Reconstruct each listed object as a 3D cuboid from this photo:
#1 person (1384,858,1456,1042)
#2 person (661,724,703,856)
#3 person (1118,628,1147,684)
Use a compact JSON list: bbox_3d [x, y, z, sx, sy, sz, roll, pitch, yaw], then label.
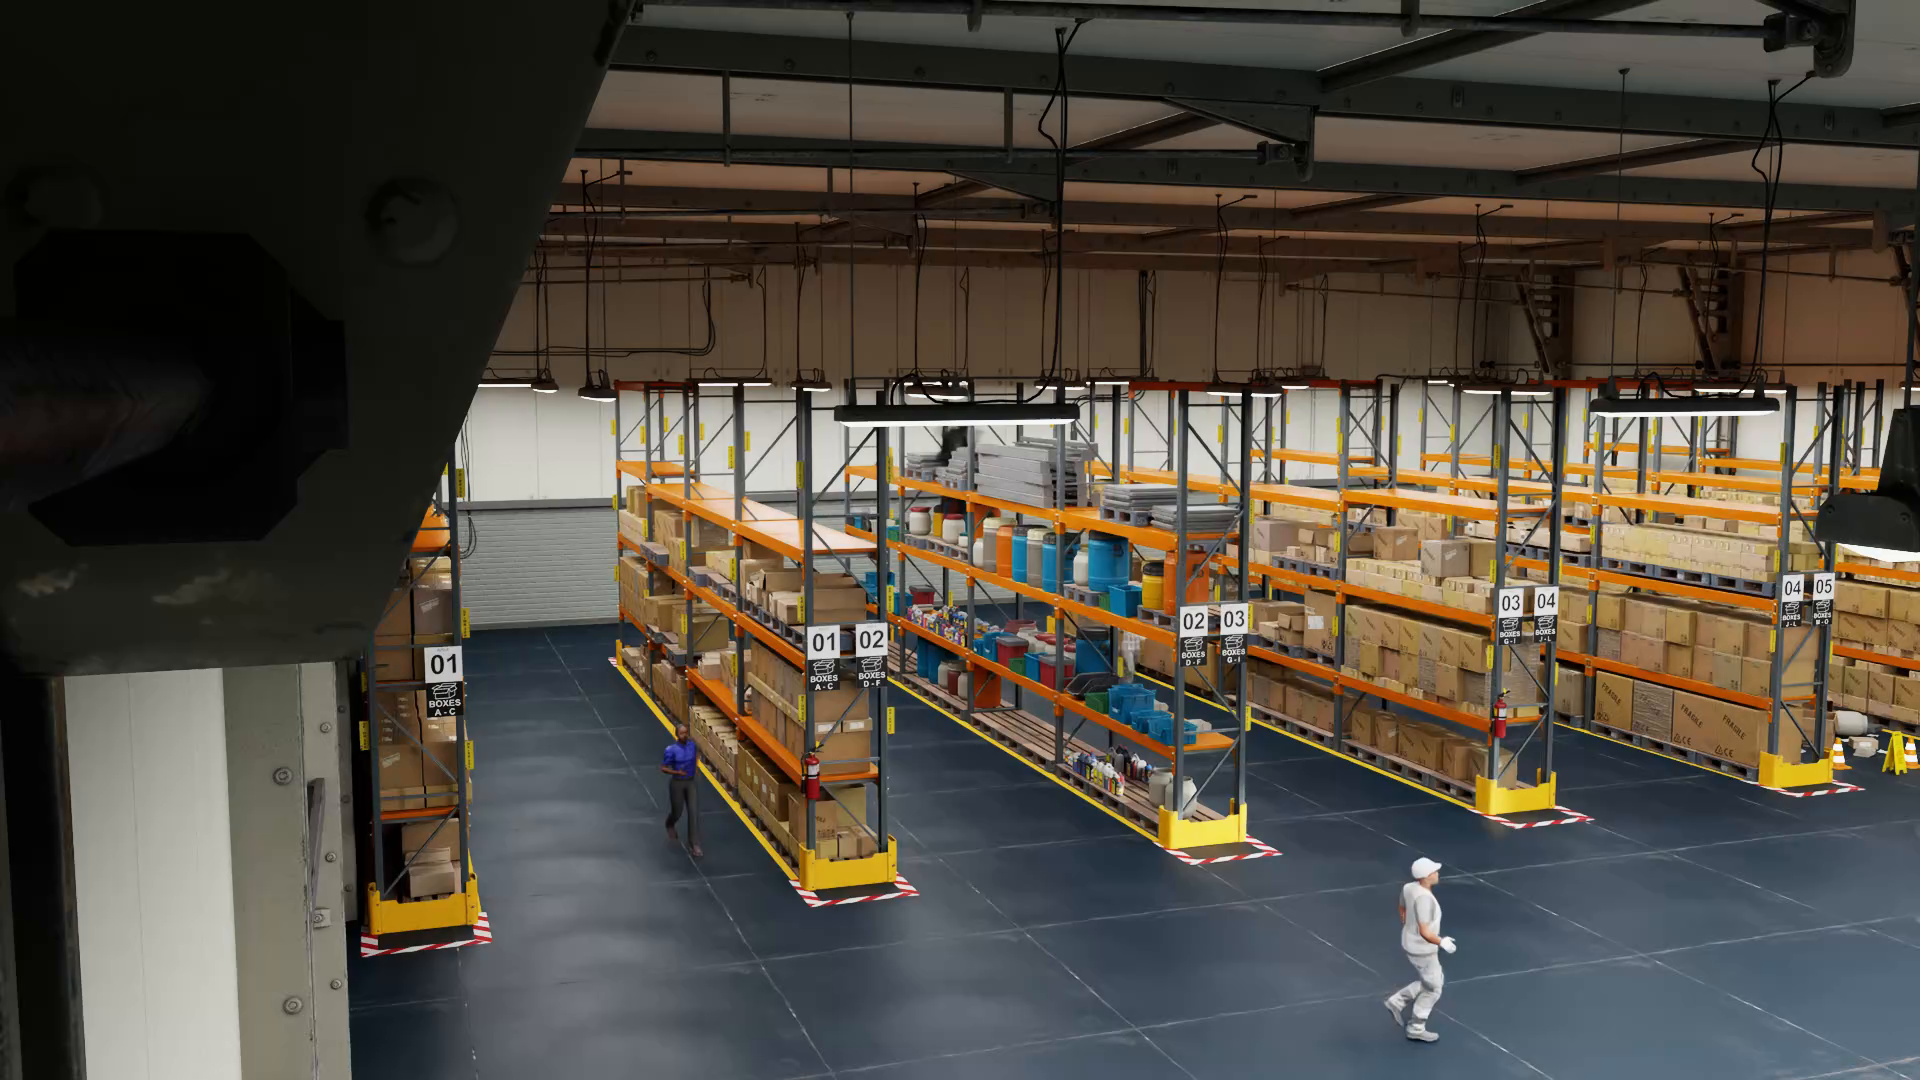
[{"bbox_3d":[4.296,3.823,15.521,0.594,1.746,0.663,0,6,3],"label":"person"},{"bbox_3d":[-3.606,3.209,21.639,0.579,1.657,0.923,-4,7,-31],"label":"person"},{"bbox_3d":[3.085,2.055,29.936,0.576,1.799,0.705,-4,7,-32],"label":"person"}]
